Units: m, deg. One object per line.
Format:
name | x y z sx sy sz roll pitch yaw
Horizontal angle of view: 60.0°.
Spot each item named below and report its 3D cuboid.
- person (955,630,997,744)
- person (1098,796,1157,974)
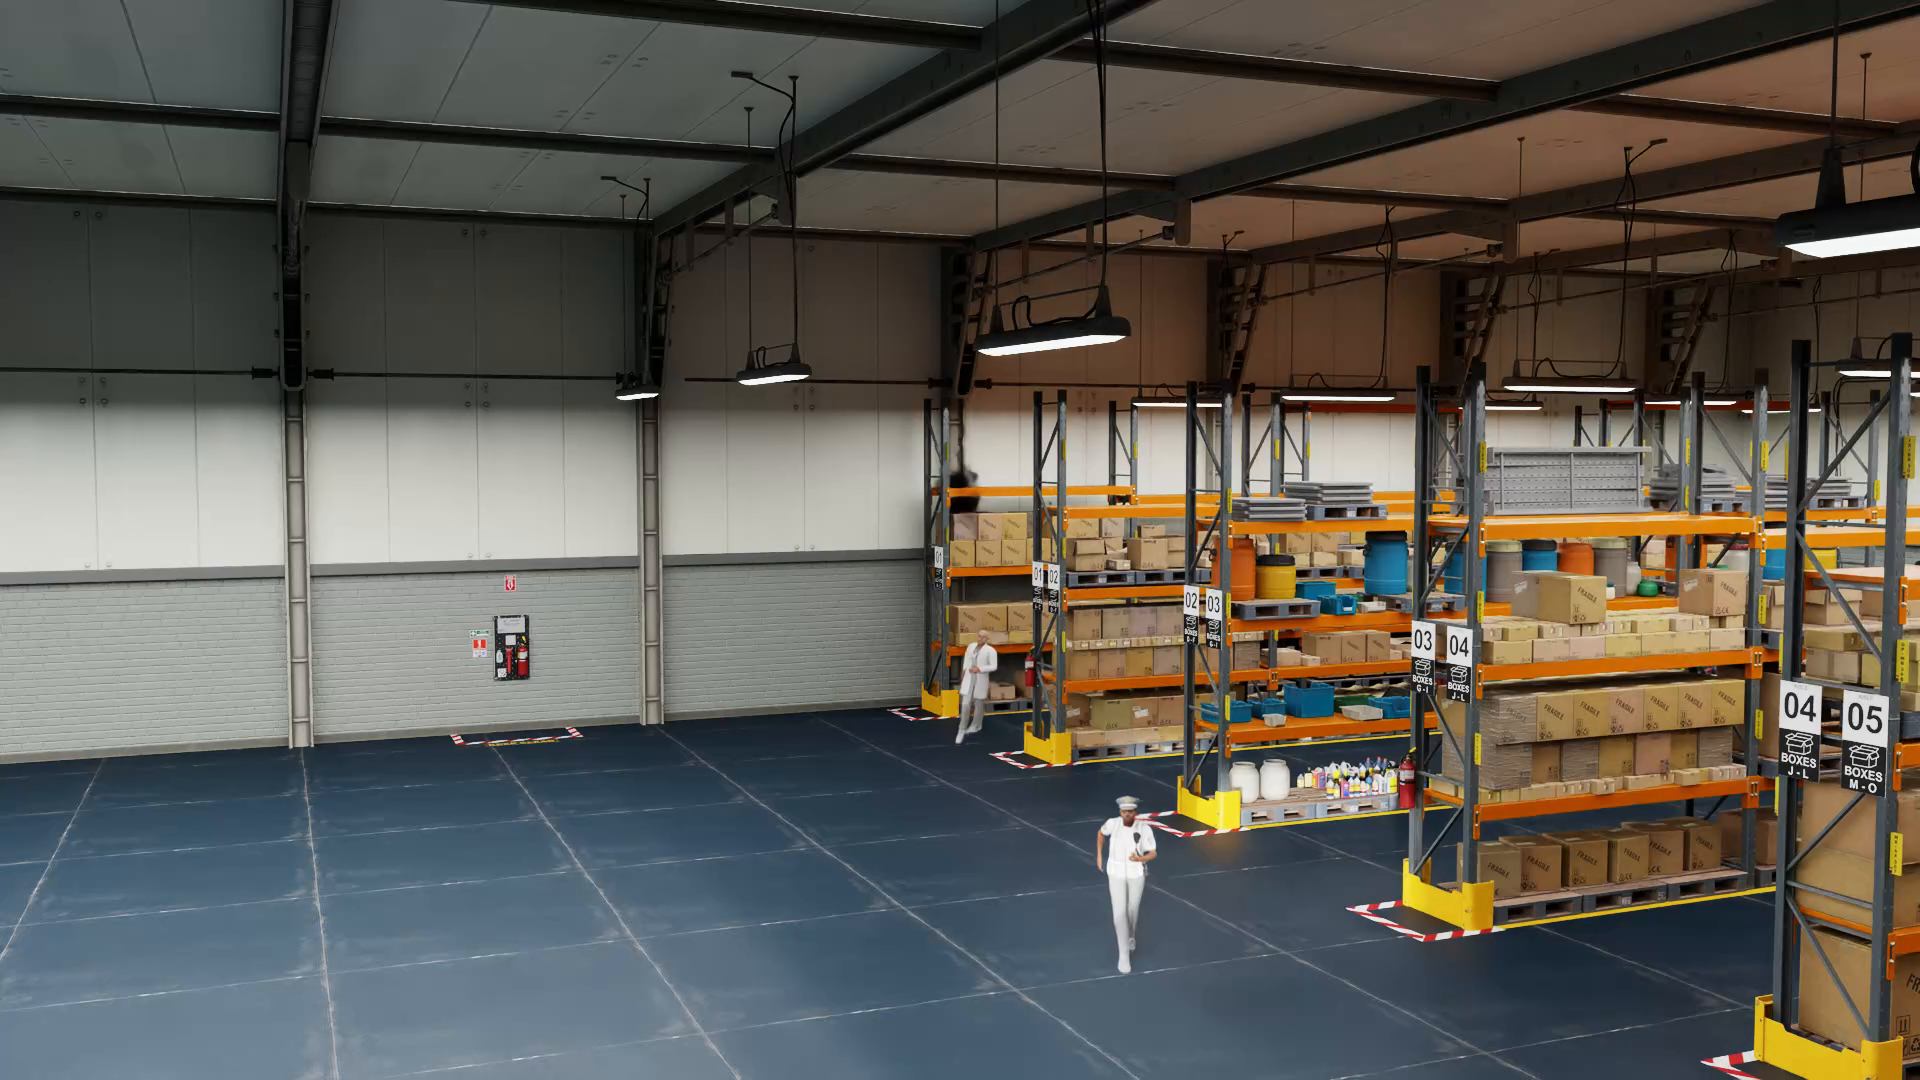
person | 0.321 2.419 27.561 0.674 1.879 0.744 1 4 19
person | 1.659 3.360 16.521 0.599 1.735 0.845 0 3 8
